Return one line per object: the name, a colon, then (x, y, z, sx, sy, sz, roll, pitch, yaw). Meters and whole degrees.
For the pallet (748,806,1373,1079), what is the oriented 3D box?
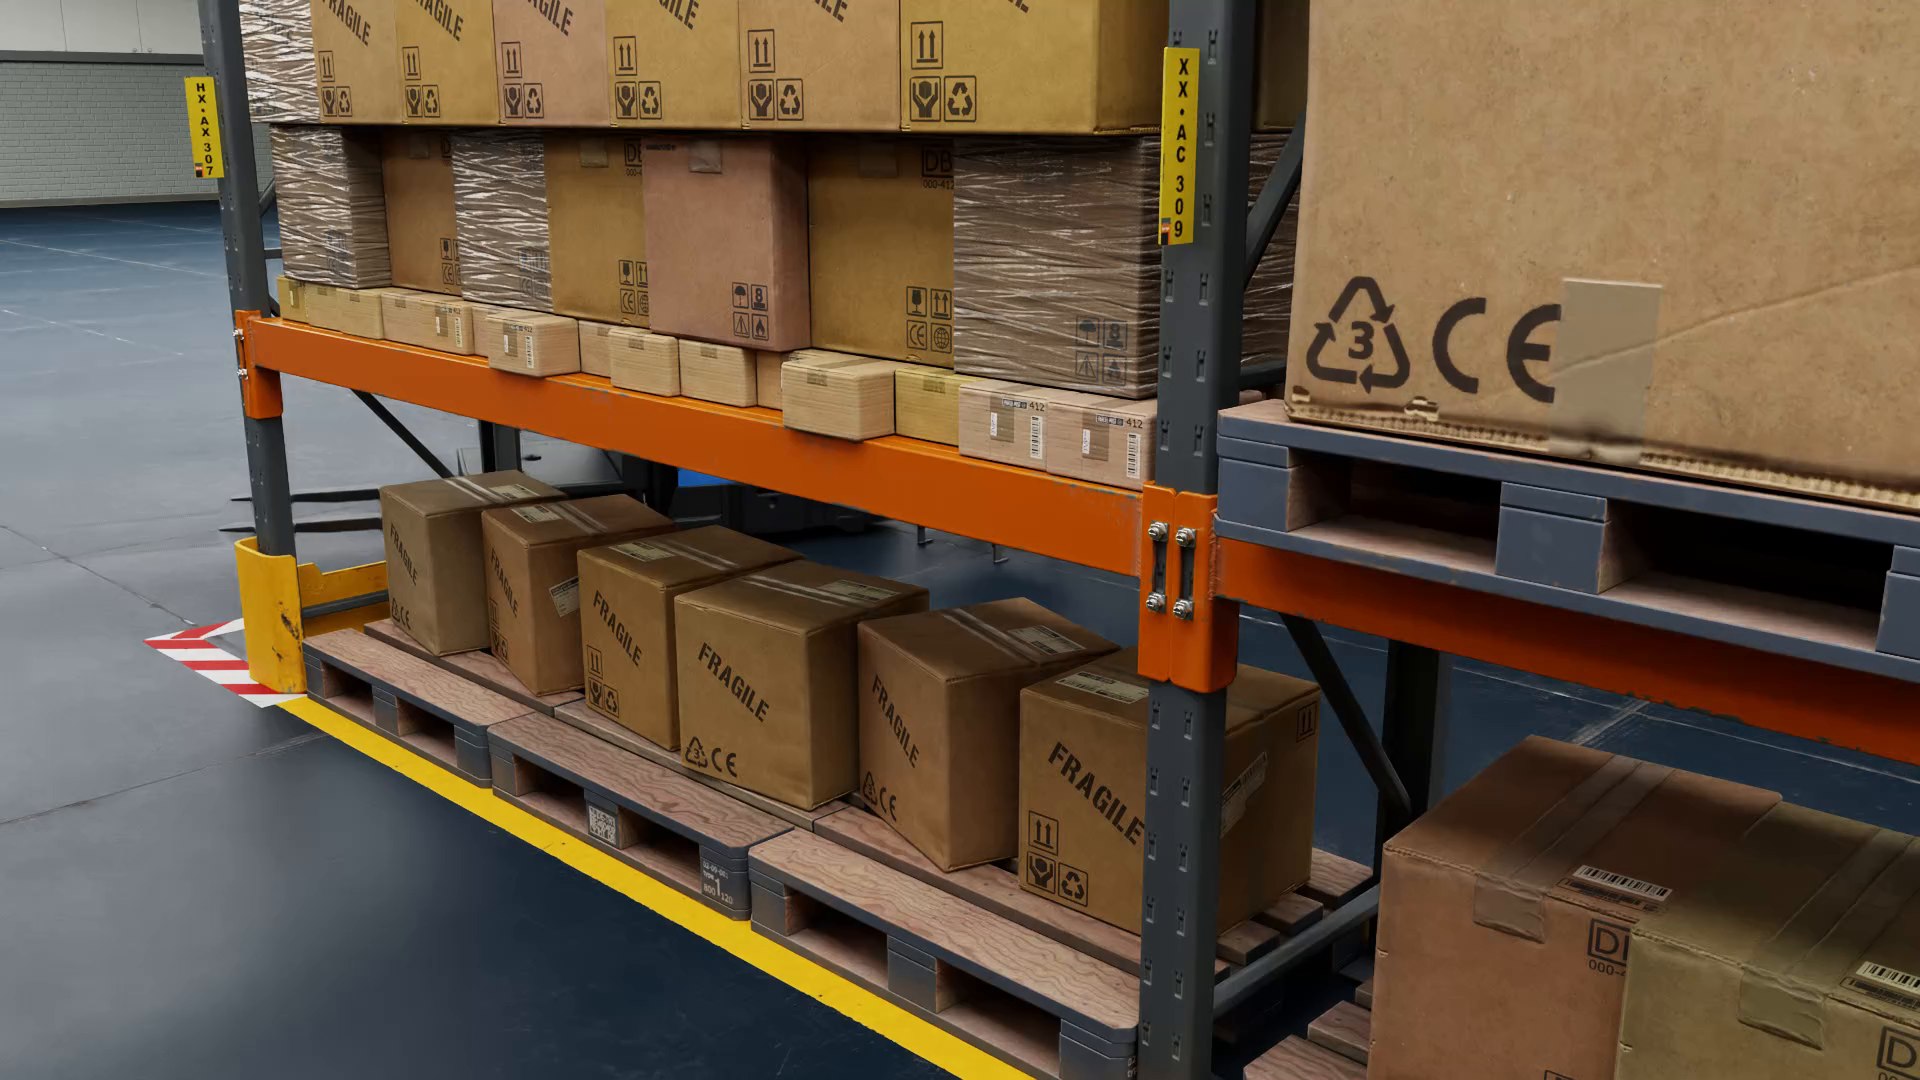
pallet: (0.239, 0.887, 4.108, 1.213, 0.211, 1.003, 14, 20, 42)

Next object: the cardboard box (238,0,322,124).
cardboard box: (-1.926, -1.582, 5.282, 0.500, 0.500, 0.500, 14, 20, 42)

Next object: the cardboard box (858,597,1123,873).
cardboard box: (0.069, 0.479, 4.268, 0.500, 0.500, 0.500, -8, 16, -27)

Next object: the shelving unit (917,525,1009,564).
shelving unit: (0.119, -0.987, 7.556, 0.503, 2.100, 0.431, 14, 20, 42)

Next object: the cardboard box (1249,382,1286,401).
cardboard box: (0.801, -0.322, 3.716, 0.250, 0.149, 0.380, 14, 20, 42)

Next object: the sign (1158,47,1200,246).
sign: (0.376, -0.670, 2.838, 0.005, 0.325, 0.100, 14, 20, 42)

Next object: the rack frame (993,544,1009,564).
rack frame: (0.295, -0.944, 7.392, 0.015, 2.100, 0.400, 14, 20, 42)

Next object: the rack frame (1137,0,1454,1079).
rack frame: (0.747, -0.351, 3.330, 0.127, 3.000, 1.000, 14, 20, 42)

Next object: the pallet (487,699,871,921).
pallet: (-0.644, 0.674, 4.928, 1.213, 0.211, 1.003, 14, 20, 42)

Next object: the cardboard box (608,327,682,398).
cardboard box: (-0.682, -0.479, 4.319, 0.250, 0.149, 0.380, 14, 20, 42)

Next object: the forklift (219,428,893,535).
forklift: (-1.886, -1.447, 7.671, 3.031, 2.935, 1.130, -5, 15, -18)

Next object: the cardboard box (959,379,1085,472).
cardboard box: (0.215, -0.259, 3.476, 0.250, 0.149, 0.380, 14, 20, 42)

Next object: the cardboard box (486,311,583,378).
cardboard box: (-1.081, -0.556, 4.616, 0.250, 0.149, 0.380, 14, 20, 42)

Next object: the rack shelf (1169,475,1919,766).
rack shelf: (2.187, 0.347, 2.078, 4.000, 0.370, 1.077, 14, 20, 42)

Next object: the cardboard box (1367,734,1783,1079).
cardboard box: (1.174, 0.757, 3.163, 0.500, 0.500, 0.700, 12, 19, 38)

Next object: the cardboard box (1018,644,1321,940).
cardboard box: (0.487, 0.578, 3.889, 0.500, 0.500, 0.500, 13, 19, 41)

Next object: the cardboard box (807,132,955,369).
cardboard box: (0.130, -0.727, 3.986, 0.500, 0.500, 0.875, 14, 20, 42)

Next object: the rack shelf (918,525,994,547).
rack shelf: (0.119, -0.297, 7.736, 0.480, 0.518, 0.431, 14, 20, 42)

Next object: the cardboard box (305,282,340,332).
cardboard box: (-1.926, -0.789, 5.510, 0.250, 0.149, 0.380, 14, 20, 42)

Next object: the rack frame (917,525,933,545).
rack frame: (-0.056, -1.030, 7.720, 0.015, 2.100, 0.400, 14, 20, 42)

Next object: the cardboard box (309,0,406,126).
cardboard box: (-1.571, -1.493, 4.941, 0.500, 0.500, 0.500, 14, 20, 42)

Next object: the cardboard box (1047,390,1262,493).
cardboard box: (0.388, -0.214, 3.302, 0.250, 0.149, 0.380, 14, 20, 42)

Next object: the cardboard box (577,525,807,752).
cardboard box: (-0.803, 0.279, 5.037, 0.500, 0.500, 0.500, -12, 19, -39)

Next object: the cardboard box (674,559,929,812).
cardboard box: (-0.432, 0.385, 4.631, 0.500, 0.500, 0.500, 11, 18, 37)

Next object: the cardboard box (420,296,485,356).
cardboard box: (-1.387, -0.658, 5.005, 0.250, 0.149, 0.380, 14, 20, 42)

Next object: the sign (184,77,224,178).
sign: (-2.509, -1.371, 5.530, 0.005, 0.325, 0.100, 14, 20, 42)

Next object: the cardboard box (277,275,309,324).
cardboard box: (-2.093, -0.836, 5.691, 0.250, 0.149, 0.380, 14, 20, 42)

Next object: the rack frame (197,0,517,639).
rack frame: (-2.133, -1.051, 6.017, 0.127, 3.000, 1.000, 14, 20, 42)

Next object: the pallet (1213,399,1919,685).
pallet: (1.196, -0.098, 2.740, 1.213, 0.211, 1.003, 14, 20, 42)

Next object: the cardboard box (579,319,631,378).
cardboard box: (-0.808, -0.537, 4.541, 0.250, 0.149, 0.380, 14, 20, 42)

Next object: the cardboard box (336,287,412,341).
cardboard box: (-1.757, -0.743, 5.332, 0.250, 0.149, 0.380, 14, 20, 42)

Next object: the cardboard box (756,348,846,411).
cardboard box: (-0.269, -0.405, 4.036, 0.250, 0.149, 0.380, 14, 20, 42)

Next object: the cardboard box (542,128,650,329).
cardboard box: (-0.631, -0.891, 4.616, 0.500, 0.500, 0.875, 14, 20, 42)

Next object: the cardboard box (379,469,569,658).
cardboard box: (-1.695, 0.068, 5.848, 0.500, 0.500, 0.500, -10, 18, -34)

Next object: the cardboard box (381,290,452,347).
cardboard box: (-1.562, -0.703, 5.178, 0.250, 0.149, 0.380, 14, 20, 42)

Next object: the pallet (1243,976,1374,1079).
pallet: (1.308, 1.134, 3.160, 1.213, 0.211, 1.003, 14, 20, 42)

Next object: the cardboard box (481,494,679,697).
cardboard box: (-1.241, 0.166, 5.470, 0.500, 0.500, 0.500, -9, 17, -30)

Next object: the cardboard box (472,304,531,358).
cardboard box: (-1.189, -0.619, 4.856, 0.250, 0.149, 0.380, 14, 20, 42)

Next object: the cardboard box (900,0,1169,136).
cardboard box: (0.232, -1.056, 3.265, 0.500, 0.500, 0.500, 14, 20, 42)

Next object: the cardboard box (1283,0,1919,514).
cardboard box: (1.222, -0.680, 2.571, 1.000, 1.000, 1.000, 14, 20, 43)

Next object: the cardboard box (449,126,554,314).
cardboard box: (-0.983, -0.981, 4.960, 0.500, 0.500, 0.875, 14, 20, 42)

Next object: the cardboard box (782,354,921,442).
cardboard box: (-0.181, -0.337, 3.776, 0.250, 0.149, 0.380, 14, 20, 42)

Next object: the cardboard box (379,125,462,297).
cardboard box: (-1.313, -1.076, 5.326, 0.500, 0.500, 0.875, 14, 20, 42)

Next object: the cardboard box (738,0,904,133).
cardboard box: (-0.129, -1.143, 3.600, 0.500, 0.500, 0.500, 14, 20, 42)

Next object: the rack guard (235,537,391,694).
rack guard: (-2.078, 0.172, 6.281, 0.348, 0.500, 1.175, 14, 20, 42)

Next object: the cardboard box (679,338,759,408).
cardboard box: (-0.477, -0.442, 4.176, 0.250, 0.149, 0.380, 14, 20, 42)

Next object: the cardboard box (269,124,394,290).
cardboard box: (-1.756, -1.142, 5.578, 0.500, 0.500, 0.875, 14, 20, 42)

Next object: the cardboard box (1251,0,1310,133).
cardboard box: (0.599, -1.152, 3.633, 0.500, 0.500, 0.500, 14, 20, 42)

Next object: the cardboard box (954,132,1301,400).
cardboard box: (0.466, -0.633, 3.626, 0.500, 0.500, 0.875, 14, 20, 42)

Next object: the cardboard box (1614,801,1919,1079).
cardboard box: (1.504, 0.844, 2.829, 0.500, 0.500, 0.700, 14, 20, 42)

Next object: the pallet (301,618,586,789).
pallet: (-1.518, 0.460, 5.747, 1.213, 0.211, 1.003, 14, 20, 42)

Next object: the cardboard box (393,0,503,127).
cardboard box: (-1.210, -1.406, 4.606, 0.500, 0.500, 0.500, 14, 20, 42)

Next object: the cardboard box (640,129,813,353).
cardboard box: (-0.300, -0.796, 4.252, 0.500, 0.500, 0.875, 14, 20, 42)

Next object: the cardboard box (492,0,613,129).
cardboard box: (-0.846, -1.319, 4.274, 0.500, 0.500, 0.500, 14, 20, 42)

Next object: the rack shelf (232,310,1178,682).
rack shelf: (-0.693, -0.353, 4.764, 4.000, 0.370, 1.077, 14, 20, 42)

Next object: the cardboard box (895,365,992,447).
cardboard box: (0.076, -0.314, 3.686, 0.250, 0.149, 0.380, 14, 20, 42)

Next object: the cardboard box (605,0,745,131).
cardboard box: (-0.488, -1.231, 3.936, 0.500, 0.500, 0.500, 14, 20, 42)
